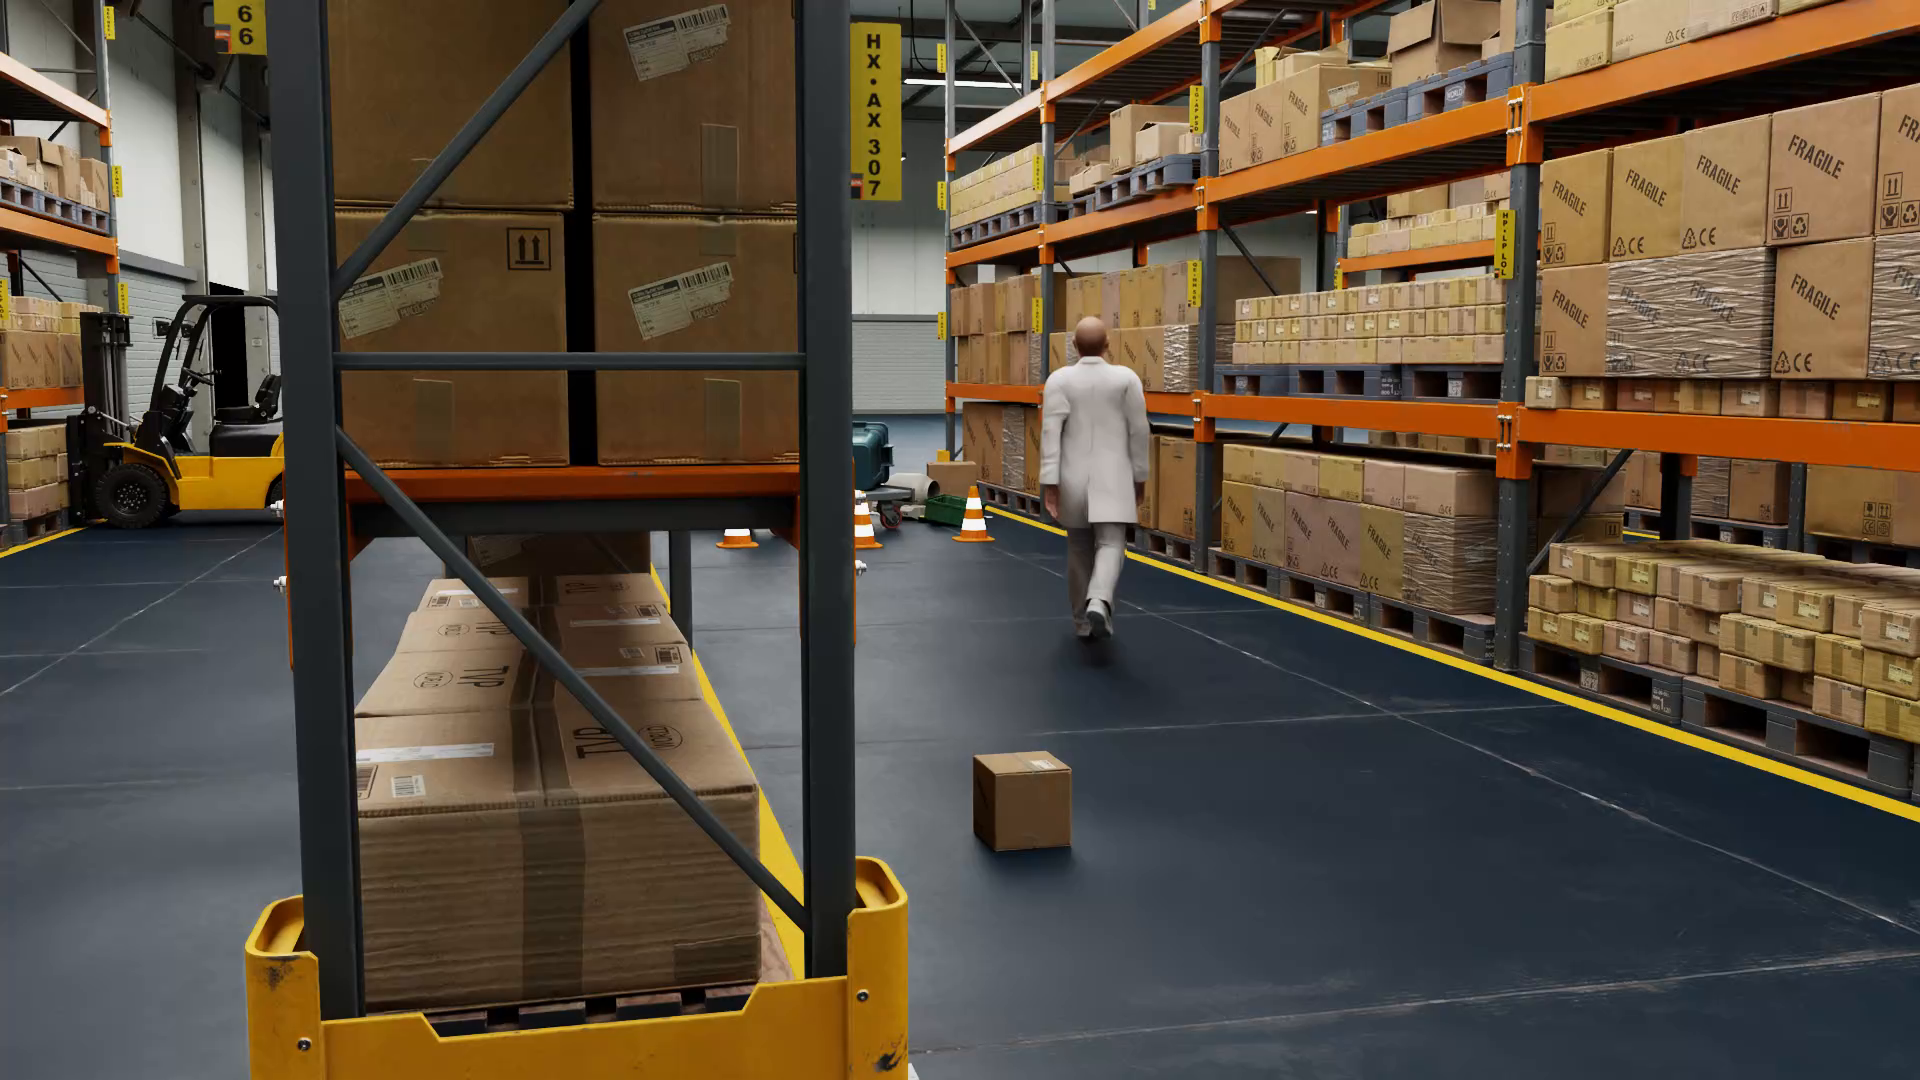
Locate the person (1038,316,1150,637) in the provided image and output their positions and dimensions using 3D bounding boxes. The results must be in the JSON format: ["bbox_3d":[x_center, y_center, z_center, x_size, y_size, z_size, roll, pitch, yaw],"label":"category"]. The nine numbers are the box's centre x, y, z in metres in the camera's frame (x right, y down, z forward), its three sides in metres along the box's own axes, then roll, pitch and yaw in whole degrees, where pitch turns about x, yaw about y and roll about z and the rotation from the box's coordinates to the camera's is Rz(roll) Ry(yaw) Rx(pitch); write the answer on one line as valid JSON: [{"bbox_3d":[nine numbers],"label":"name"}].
[{"bbox_3d":[0.719,-0.317,8.874,0.580,1.739,1.017,1,6,11],"label":"person"}]
